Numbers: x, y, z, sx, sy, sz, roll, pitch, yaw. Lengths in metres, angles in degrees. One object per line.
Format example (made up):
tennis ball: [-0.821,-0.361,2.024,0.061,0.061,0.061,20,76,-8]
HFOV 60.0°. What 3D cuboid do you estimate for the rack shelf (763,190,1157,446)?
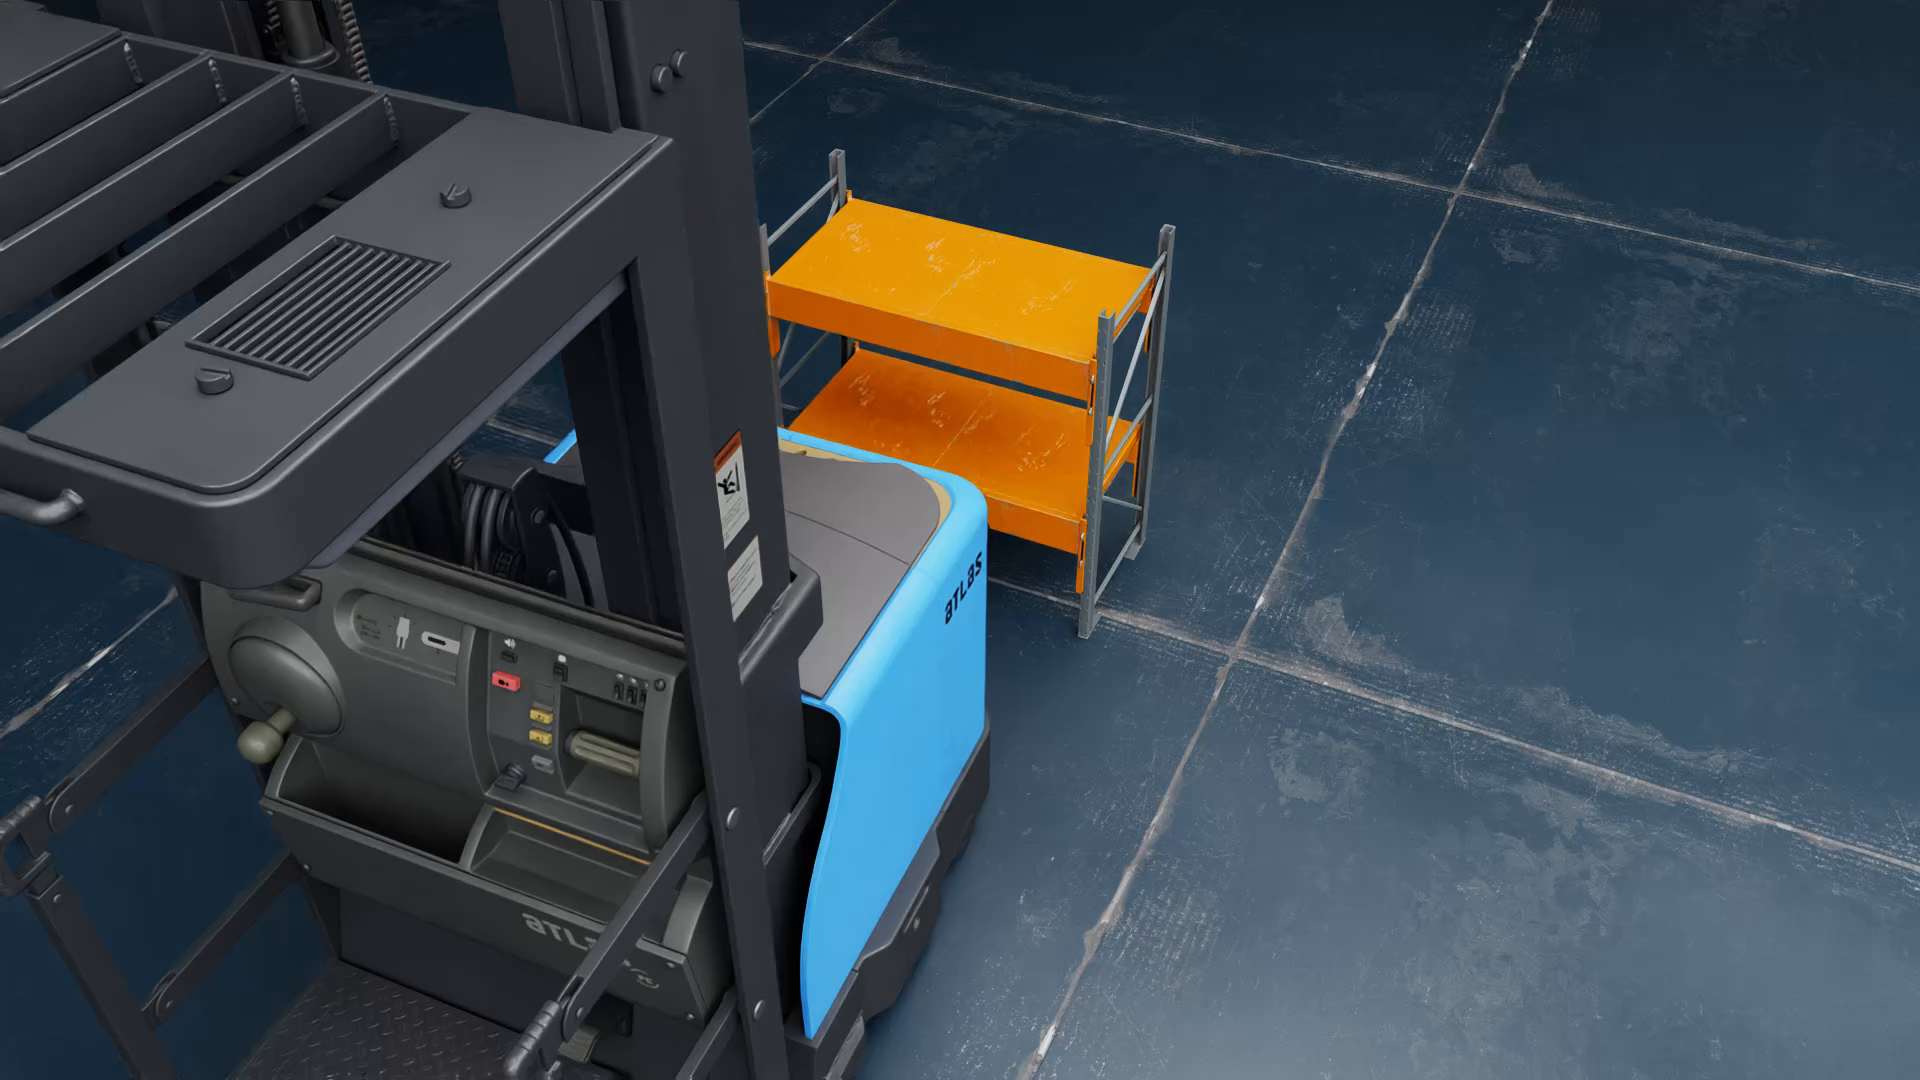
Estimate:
rack shelf: [0.006,-0.644,4.688,1.000,0.278,0.538,17,44,19]

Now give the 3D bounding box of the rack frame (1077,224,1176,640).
rack frame: [0.467,-0.282,4.717,0.032,1.125,0.500,17,44,19]

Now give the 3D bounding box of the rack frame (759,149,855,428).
rack frame: [-0.455,-0.564,5.042,0.032,1.125,0.500,17,44,19]

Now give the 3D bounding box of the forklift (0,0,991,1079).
forklift: [-0.963,0.336,2.624,1.130,2.935,3.031,16,43,17]

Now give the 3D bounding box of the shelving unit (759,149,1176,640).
shelving unit: [0.006,-0.423,4.879,1.048,1.125,0.538,17,44,19]

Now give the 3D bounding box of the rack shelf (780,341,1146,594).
rack shelf: [0.006,-0.238,5.040,1.000,0.278,0.538,17,44,19]
